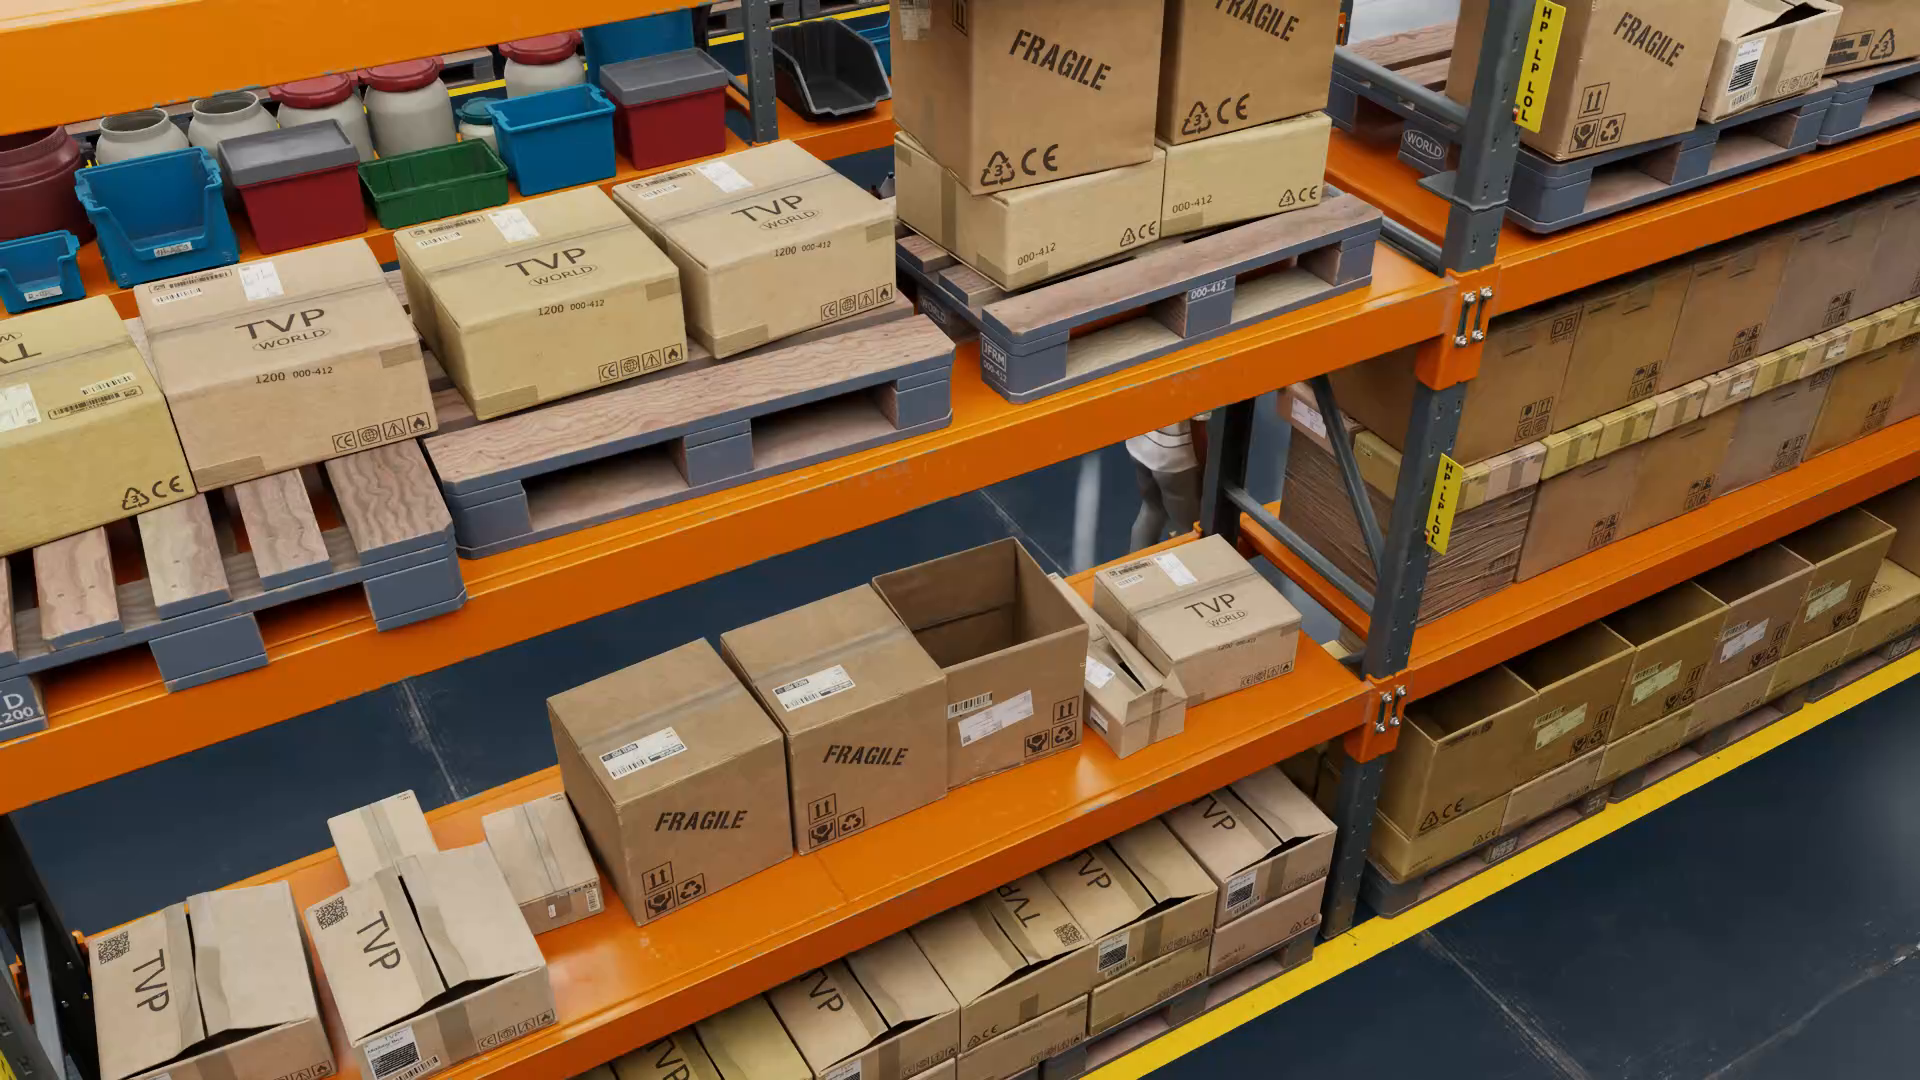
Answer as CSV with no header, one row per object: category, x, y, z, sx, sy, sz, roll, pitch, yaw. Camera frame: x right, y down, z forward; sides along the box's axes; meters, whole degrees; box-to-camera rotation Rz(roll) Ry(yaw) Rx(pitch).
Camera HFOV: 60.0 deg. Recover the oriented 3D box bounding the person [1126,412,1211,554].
person,0.965,-0.385,7.439,0.397,1.656,0.518,-21,42,-26
